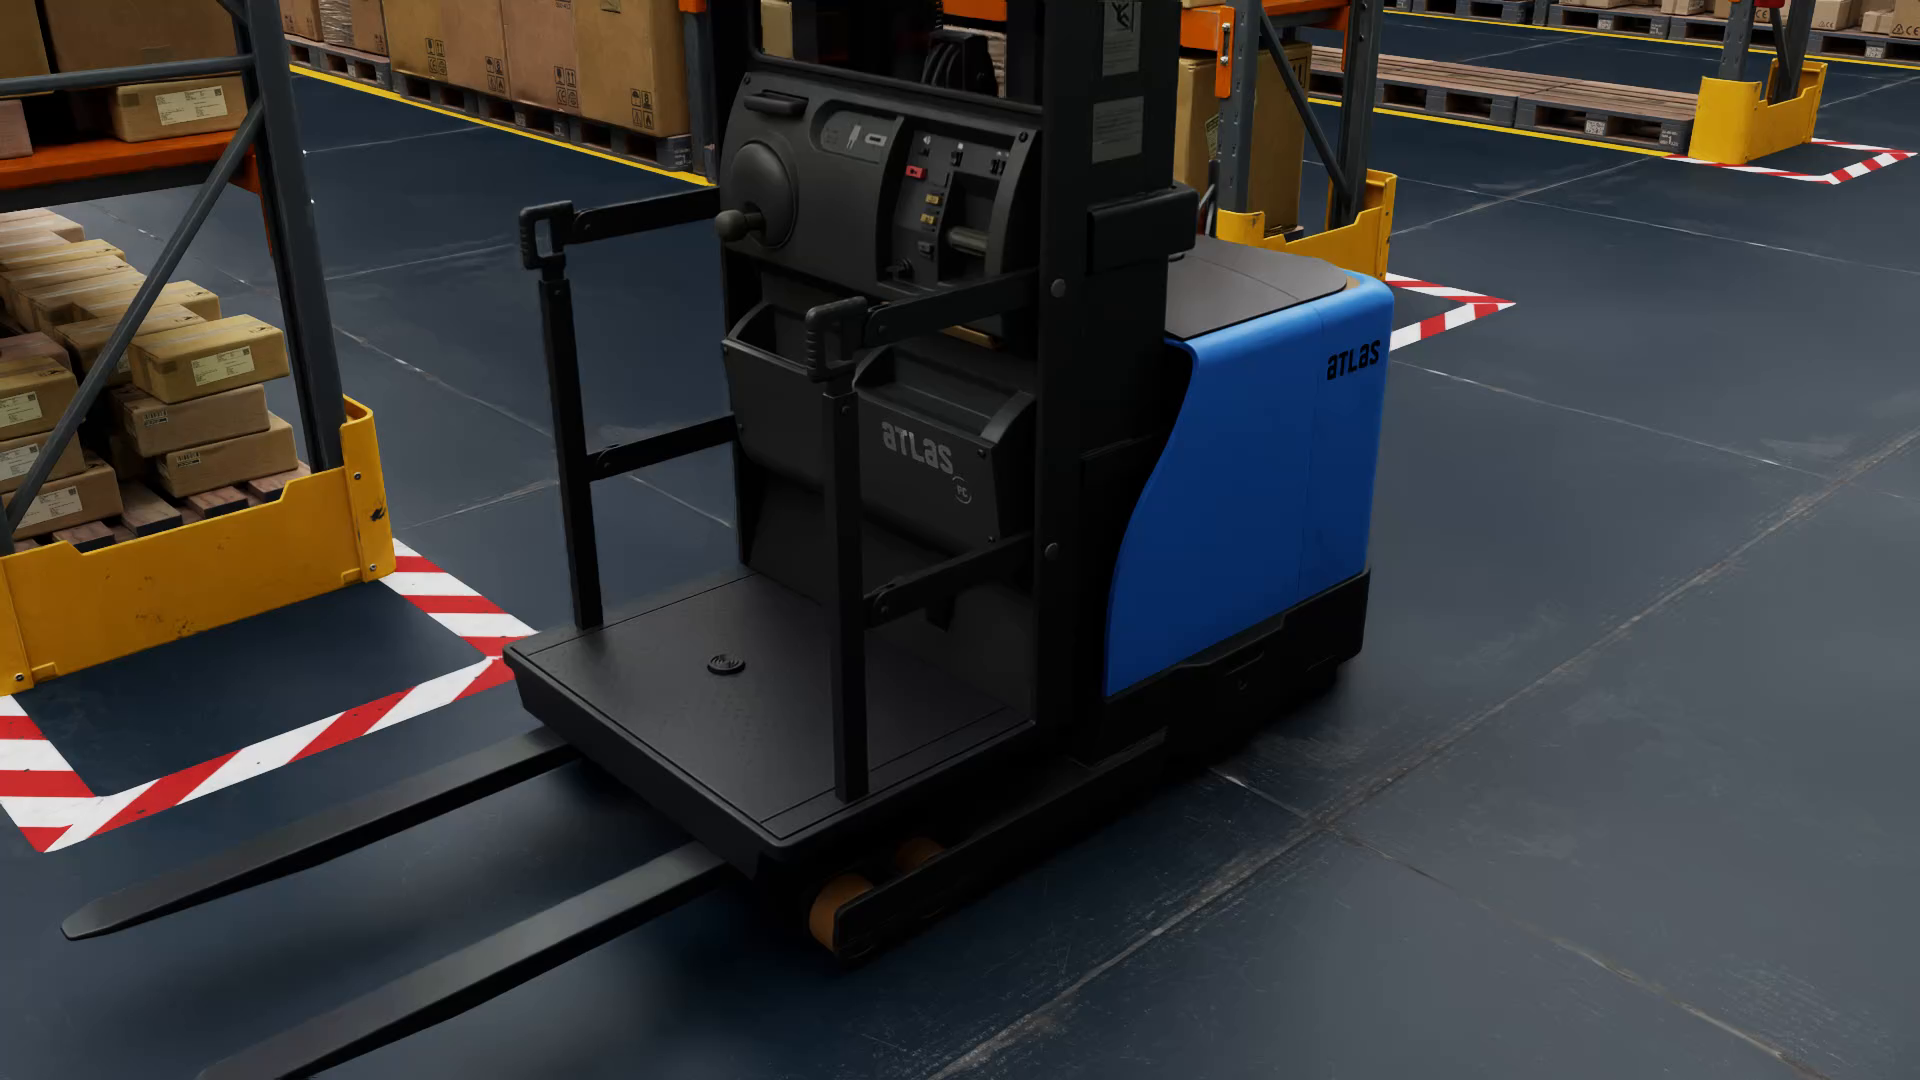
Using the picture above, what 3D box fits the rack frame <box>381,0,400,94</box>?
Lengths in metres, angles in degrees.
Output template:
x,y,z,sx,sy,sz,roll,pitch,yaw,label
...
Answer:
x,y,z,sx,sy,sz,roll,pitch,yaw,label
-3.956,-4.935,12.454,1.000,3.000,0.127,-21,32,-38,rack frame

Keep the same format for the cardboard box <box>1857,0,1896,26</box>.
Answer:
x,y,z,sx,sy,sz,roll,pitch,yaw,label
8.239,-4.666,14.647,0.500,0.250,0.500,-21,32,-38,cardboard box

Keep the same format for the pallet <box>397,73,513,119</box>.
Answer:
x,y,z,sx,sy,sz,roll,pitch,yaw,label
-3.472,-3.406,12.462,1.003,0.211,1.213,-21,32,-38,pallet

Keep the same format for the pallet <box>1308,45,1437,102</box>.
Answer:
x,y,z,sx,sy,sz,roll,pitch,yaw,label
2.924,-3.648,12.992,1.003,0.211,1.213,-21,32,-38,pallet

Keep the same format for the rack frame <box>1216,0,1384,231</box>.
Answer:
x,y,z,sx,sy,sz,roll,pitch,yaw,label
1.512,-2.511,7.141,1.000,3.000,0.127,-21,32,-38,rack frame

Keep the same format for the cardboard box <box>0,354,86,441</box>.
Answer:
x,y,z,sx,sy,sz,roll,pitch,yaw,label
-2.725,-0.388,4.699,0.380,0.149,0.250,-21,32,-38,cardboard box

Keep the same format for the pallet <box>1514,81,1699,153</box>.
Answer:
x,y,z,sx,sy,sz,roll,pitch,yaw,label
4.592,-2.909,11.371,1.003,0.211,1.213,-21,32,-38,pallet

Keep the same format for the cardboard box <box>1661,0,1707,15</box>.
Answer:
x,y,z,sx,sy,sz,roll,pitch,yaw,label
6.739,-4.996,15.470,0.380,0.166,0.250,-21,32,-38,cardboard box

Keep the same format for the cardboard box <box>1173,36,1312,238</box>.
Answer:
x,y,z,sx,sy,sz,roll,pitch,yaw,label
1.016,-1.907,7.870,0.875,0.875,0.875,-21,32,-38,cardboard box

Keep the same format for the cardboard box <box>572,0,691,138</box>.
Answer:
x,y,z,sx,sy,sz,roll,pitch,yaw,label
-1.674,-3.136,10.564,1.225,0.875,0.875,-21,32,-38,cardboard box

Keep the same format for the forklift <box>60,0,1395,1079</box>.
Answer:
x,y,z,sx,sy,sz,roll,pitch,yaw,label
-0.350,-0.727,3.313,3.031,2.935,1.130,-21,32,-38,forklift

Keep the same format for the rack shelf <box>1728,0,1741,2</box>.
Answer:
x,y,z,sx,sy,sz,roll,pitch,yaw,label
3.760,-4.195,11.698,1.077,0.370,4.000,-21,32,-38,rack shelf

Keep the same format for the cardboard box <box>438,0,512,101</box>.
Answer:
x,y,z,sx,sy,sz,roll,pitch,yaw,label
-2.896,-3.672,11.739,1.225,0.875,0.875,-21,32,-38,cardboard box

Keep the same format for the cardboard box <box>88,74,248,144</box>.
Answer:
x,y,z,sx,sy,sz,roll,pitch,yaw,label
-2.160,-1.212,4.595,0.380,0.149,0.250,-22,32,-39,cardboard box

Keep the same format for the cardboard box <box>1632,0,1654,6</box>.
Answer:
x,y,z,sx,sy,sz,roll,pitch,yaw,label
6.608,-5.503,16.180,0.500,0.500,0.500,-21,32,-38,cardboard box

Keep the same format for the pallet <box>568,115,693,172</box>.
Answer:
x,y,z,sx,sy,sz,roll,pitch,yaw,label
-1.804,-2.667,10.841,1.003,0.211,1.213,-21,32,-38,pallet

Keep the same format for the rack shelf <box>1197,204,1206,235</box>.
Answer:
x,y,z,sx,sy,sz,roll,pitch,yaw,label
0.228,-0.880,5.118,1.000,0.278,0.538,7,25,14,rack shelf

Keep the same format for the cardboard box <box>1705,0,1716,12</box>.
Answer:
x,y,z,sx,sy,sz,roll,pitch,yaw,label
7.121,-5.190,15.721,0.500,0.311,0.500,-21,32,-38,cardboard box

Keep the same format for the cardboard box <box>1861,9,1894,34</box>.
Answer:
x,y,z,sx,sy,sz,roll,pitch,yaw,label
7.983,-4.475,14.328,0.380,0.166,0.250,-21,32,-38,cardboard box

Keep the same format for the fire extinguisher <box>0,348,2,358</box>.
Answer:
x,y,z,sx,sy,sz,roll,pitch,yaw,label
-2.342,-0.723,3.763,0.296,0.674,0.183,-21,32,-38,fire extinguisher

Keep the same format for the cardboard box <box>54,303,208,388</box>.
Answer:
x,y,z,sx,sy,sz,roll,pitch,yaw,label
-2.564,-0.604,5.172,0.380,0.149,0.250,-21,32,-38,cardboard box

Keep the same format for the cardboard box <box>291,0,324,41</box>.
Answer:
x,y,z,sx,sy,sz,roll,pitch,yaw,label
-5.210,-4.529,14.046,0.700,0.500,0.500,-18,30,-34,cardboard box

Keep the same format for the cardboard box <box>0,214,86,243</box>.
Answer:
x,y,z,sx,sy,sz,roll,pitch,yaw,label
-3.533,-1.103,6.266,0.250,0.149,0.380,22,33,40,cardboard box

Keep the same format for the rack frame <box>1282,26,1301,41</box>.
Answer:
x,y,z,sx,sy,sz,roll,pitch,yaw,label
2.393,-5.128,12.877,1.000,3.000,0.127,-21,32,-38,rack frame

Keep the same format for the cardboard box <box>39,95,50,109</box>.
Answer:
x,y,z,sx,sy,sz,roll,pitch,yaw,label
-2.509,-1.374,4.950,0.380,0.149,0.250,-22,33,-40,cardboard box

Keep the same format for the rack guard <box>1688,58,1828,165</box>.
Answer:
x,y,z,sx,sy,sz,roll,pitch,yaw,label
5.153,-2.775,10.732,1.175,0.500,0.348,-21,32,-38,rack guard

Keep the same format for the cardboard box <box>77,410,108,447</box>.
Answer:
x,y,z,sx,sy,sz,roll,pitch,yaw,label
-2.716,-0.408,5.459,0.380,0.149,0.250,-21,32,-38,cardboard box

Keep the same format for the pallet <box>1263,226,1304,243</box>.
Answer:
x,y,z,sx,sy,sz,roll,pitch,yaw,label
0.908,-1.463,8.202,1.003,0.211,1.213,-21,32,-38,pallet

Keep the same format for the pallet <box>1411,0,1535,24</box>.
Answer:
x,y,z,sx,sy,sz,roll,pitch,yaw,label
5.428,-5.499,17.050,1.003,0.211,1.213,-21,32,-38,pallet

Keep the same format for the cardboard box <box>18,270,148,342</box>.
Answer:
x,y,z,sx,sy,sz,roll,pitch,yaw,label
-2.873,-0.768,5.532,0.250,0.149,0.380,22,32,39,cardboard box

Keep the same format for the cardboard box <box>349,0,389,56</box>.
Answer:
x,y,z,sx,sy,sz,roll,pitch,yaw,label
-4.429,-4.195,13.314,0.500,0.500,0.700,22,32,39,cardboard box

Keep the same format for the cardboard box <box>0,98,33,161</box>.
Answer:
x,y,z,sx,sy,sz,roll,pitch,yaw,label
-2.607,-1.039,4.216,0.380,0.149,0.250,-21,32,-38,cardboard box

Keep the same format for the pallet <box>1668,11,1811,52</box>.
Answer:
x,y,z,sx,sy,sz,roll,pitch,yaw,label
7.318,-4.685,15.266,1.003,0.211,1.213,-21,32,-38,pallet

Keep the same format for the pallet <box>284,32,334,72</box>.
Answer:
x,y,z,sx,sy,sz,roll,pitch,yaw,label
-5.319,-4.273,14.362,1.003,0.211,1.213,-21,32,-38,pallet

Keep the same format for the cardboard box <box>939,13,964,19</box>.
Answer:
x,y,z,sx,sy,sz,roll,pitch,yaw,label
-0.214,-2.452,9.065,0.875,0.875,0.875,-21,32,-38,cardboard box

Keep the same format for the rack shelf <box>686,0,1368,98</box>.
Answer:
x,y,z,sx,sy,sz,roll,pitch,yaw,label
0.145,-2.790,8.618,1.077,0.370,4.000,-21,32,-38,rack shelf

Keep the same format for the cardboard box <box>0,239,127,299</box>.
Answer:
x,y,z,sx,sy,sz,roll,pitch,yaw,label
-3.202,-0.948,5.925,0.380,0.149,0.250,-21,32,-38,cardboard box

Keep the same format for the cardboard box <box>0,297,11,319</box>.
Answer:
x,y,z,sx,sy,sz,roll,pitch,yaw,label
-3.289,-0.776,5.908,0.380,0.149,0.250,-19,31,-36,cardboard box

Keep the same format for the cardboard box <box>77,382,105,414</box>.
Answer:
x,y,z,sx,sy,sz,roll,pitch,yaw,label
-2.726,-0.544,5.398,0.380,0.149,0.250,-21,32,-38,cardboard box

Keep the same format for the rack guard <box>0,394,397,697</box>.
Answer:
x,y,z,sx,sy,sz,roll,pitch,yaw,label
-2.230,-0.021,4.693,1.175,0.500,0.348,-21,32,-38,rack guard

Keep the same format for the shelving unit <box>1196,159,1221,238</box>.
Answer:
x,y,z,sx,sy,sz,roll,pitch,yaw,label
0.228,-0.614,5.240,1.048,1.125,0.538,7,25,14,shelving unit

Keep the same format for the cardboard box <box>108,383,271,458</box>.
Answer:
x,y,z,sx,sy,sz,roll,pitch,yaw,label
-2.348,-0.396,5.074,0.380,0.149,0.250,-20,31,-36,cardboard box

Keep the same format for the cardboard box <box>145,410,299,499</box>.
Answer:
x,y,z,sx,sy,sz,roll,pitch,yaw,label
-2.302,-0.278,5.175,0.380,0.149,0.250,-20,32,-37,cardboard box

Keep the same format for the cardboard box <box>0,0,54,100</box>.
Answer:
x,y,z,sx,sy,sz,roll,pitch,yaw,label
-2.673,-1.379,4.179,0.500,0.500,0.500,-20,32,-37,cardboard box
